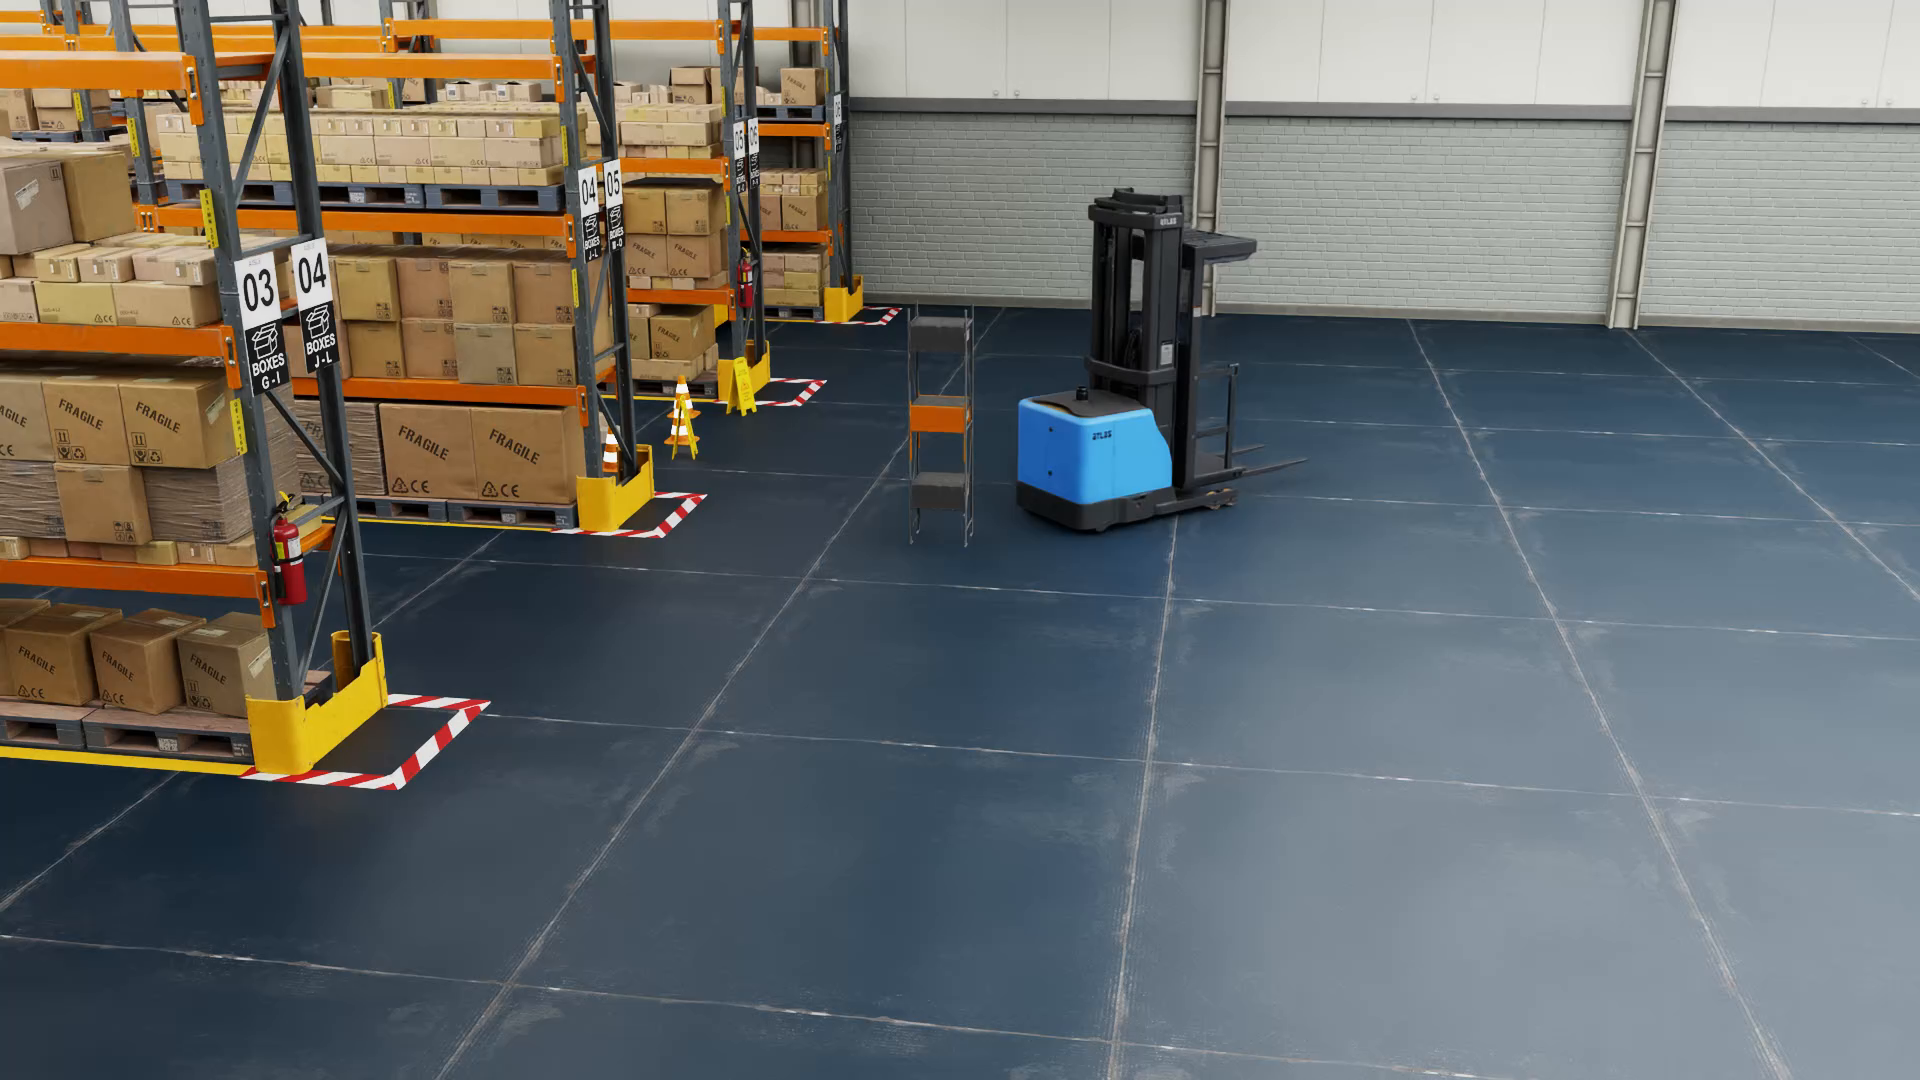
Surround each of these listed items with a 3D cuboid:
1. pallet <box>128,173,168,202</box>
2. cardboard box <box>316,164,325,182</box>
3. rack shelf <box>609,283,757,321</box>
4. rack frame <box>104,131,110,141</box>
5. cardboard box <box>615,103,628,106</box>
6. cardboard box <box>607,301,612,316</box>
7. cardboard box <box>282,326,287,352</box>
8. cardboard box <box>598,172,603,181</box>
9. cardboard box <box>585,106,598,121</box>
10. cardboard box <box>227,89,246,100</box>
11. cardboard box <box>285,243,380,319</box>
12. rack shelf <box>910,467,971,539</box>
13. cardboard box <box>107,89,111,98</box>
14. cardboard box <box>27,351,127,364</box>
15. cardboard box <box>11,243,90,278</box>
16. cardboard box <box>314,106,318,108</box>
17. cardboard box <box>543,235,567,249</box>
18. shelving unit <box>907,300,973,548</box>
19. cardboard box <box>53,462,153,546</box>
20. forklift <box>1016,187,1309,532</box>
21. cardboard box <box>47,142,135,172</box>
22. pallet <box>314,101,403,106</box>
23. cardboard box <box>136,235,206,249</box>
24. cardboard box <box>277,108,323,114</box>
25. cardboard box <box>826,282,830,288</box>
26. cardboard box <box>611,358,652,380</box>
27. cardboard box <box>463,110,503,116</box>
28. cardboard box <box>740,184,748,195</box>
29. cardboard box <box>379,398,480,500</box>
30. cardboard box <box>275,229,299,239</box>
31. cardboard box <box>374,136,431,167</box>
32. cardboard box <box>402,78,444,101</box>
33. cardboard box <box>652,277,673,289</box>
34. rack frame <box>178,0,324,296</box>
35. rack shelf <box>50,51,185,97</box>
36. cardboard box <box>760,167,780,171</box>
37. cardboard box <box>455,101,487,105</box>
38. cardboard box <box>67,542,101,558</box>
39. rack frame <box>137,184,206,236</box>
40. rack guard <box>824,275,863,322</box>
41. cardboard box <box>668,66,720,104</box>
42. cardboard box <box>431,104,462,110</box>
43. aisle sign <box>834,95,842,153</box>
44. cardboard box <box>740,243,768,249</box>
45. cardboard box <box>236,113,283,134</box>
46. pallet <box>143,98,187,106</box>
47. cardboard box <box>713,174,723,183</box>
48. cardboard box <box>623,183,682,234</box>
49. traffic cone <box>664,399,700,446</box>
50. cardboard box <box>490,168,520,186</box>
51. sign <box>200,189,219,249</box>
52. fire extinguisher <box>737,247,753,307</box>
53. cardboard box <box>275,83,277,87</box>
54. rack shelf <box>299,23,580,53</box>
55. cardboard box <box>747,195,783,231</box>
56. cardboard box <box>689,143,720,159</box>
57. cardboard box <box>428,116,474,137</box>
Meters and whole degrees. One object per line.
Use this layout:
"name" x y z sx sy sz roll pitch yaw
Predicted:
"pallet" -8.088 -3.247 15.356 1.217 0.209 0.805 2 19 6
"cardboard box" -5.612 -3.247 14.628 0.250 0.149 0.380 3 19 9
"rack shelf" -4.515 -2.999 20.173 4.000 0.370 1.077 3 19 9
"rack frame" -13.605 -5.399 26.211 0.127 3.000 1.000 3 19 9
"cardboard box" -4.088 -5.100 19.729 0.250 0.149 0.380 3 19 10
"cardboard box" -4.253 -2.782 19.856 0.250 0.149 0.380 4 19 11
"cardboard box" -6.262 -1.921 15.580 0.550 0.550 0.875 3 19 9
"cardboard box" -5.163 -5.404 24.578 0.250 0.149 0.380 3 19 9
"cardboard box" -4.161 -4.943 19.260 0.250 0.149 0.380 2 19 7
"cardboard box" -10.804 -6.720 25.039 0.250 0.149 0.380 3 19 9
"cardboard box" -5.743 -2.377 15.243 0.550 0.550 0.875 3 19 9
"rack shelf" -0.163 -0.327 14.721 0.480 0.518 0.431 3 19 9
"cardboard box" -12.857 -6.803 25.257 0.250 0.149 0.380 3 19 9
"cardboard box" -5.599 -0.963 10.751 0.500 0.500 0.500 3 19 9
"cardboard box" -5.438 -1.678 9.970 0.250 0.149 0.380 3 19 9
"cardboard box" -8.005 -5.190 20.434 0.500 0.250 0.500 3 19 8
"cardboard box" -4.605 -3.453 19.771 0.500 0.500 0.500 3 19 9
"shelving unit" -0.163 -1.004 14.495 0.503 2.100 0.431 3 19 9
"cardboard box" -5.164 -0.347 10.487 0.500 0.500 0.875 3 19 9
"forklift" 2.031 -1.804 15.576 3.031 2.935 1.130 -12 22 -32
"cardboard box" -7.898 -3.468 15.131 0.500 0.250 0.500 3 19 9
"pallet" -8.971 -6.524 25.145 1.003 0.211 1.213 4 19 11
"cardboard box" -4.857 -1.779 10.274 0.250 0.149 0.380 3 19 8
"cardboard box" -6.019 -3.856 15.194 0.250 0.149 0.380 3 19 10
"cardboard box" -2.211 -3.776 25.033 0.500 0.250 0.500 3 19 9
"cardboard box" -3.891 -2.120 20.083 0.500 0.250 0.500 3 19 9
"cardboard box" -4.254 -3.767 14.927 0.250 0.149 0.380 3 19 9
"cardboard box" -3.161 -5.130 24.228 0.250 0.149 0.380 2 19 7
"cardboard box" -4.775 -0.932 15.549 0.875 0.875 0.875 3 19 8
"cardboard box" -7.981 -3.832 20.241 0.500 0.500 0.500 4 19 11
"cardboard box" -4.743 -3.411 14.490 0.500 0.250 0.500 3 19 8
"cardboard box" -7.974 -6.750 24.545 0.500 0.500 0.500 3 19 10
"cardboard box" -3.461 -3.070 19.647 0.250 0.149 0.380 3 19 8
"rack frame" -4.112 -2.980 9.527 0.127 3.000 1.000 3 19 9
"rack shelf" -9.150 -4.300 15.236 4.000 0.370 1.077 3 19 9
"cardboard box" -2.812 -5.424 24.639 0.250 0.149 0.380 3 19 9
"cardboard box" -5.873 -5.186 19.986 0.250 0.149 0.380 2 19 7
"cardboard box" -5.413 -0.018 10.525 0.250 0.149 0.380 3 19 9
"rack frame" -7.175 -1.885 15.710 0.127 3.000 1.000 3 19 9
"rack guard" -1.733 -3.608 24.799 0.348 0.500 1.175 3 19 9
"cardboard box" -3.799 -6.583 24.041 0.637 0.503 0.797 4 19 10
"cardboard box" -5.969 -5.000 19.432 0.250 0.149 0.380 3 19 10
"aisle sign" -1.738 -5.932 23.709 0.004 0.787 0.394 3 19 9
"cardboard box" -3.187 -4.300 25.024 0.500 0.250 0.500 3 19 8
"cardboard box" -6.117 -3.650 14.578 0.250 0.149 0.380 3 19 8
"pallet" -11.948 -6.626 25.448 1.003 0.211 1.213 3 19 9
"cardboard box" -3.420 -5.276 24.195 0.250 0.149 0.380 3 19 10
"cardboard box" -3.578 -3.887 19.492 0.500 0.500 0.700 3 19 9
"traffic cone" -3.010 -1.289 17.927 0.334 0.463 0.336 3 19 9
"cardboard box" -3.856 -3.157 14.361 0.250 0.149 0.380 3 19 9
"sign" -4.220 -1.804 9.346 0.005 0.325 0.100 3 19 9
"fire extinguisher" -2.500 -3.053 19.322 0.183 0.674 0.296 3 19 9
"cardboard box" -10.042 -6.804 24.822 0.250 0.149 0.380 4 19 10
"rack shelf" -7.681 -7.411 24.534 4.000 0.370 1.077 3 19 9
"cardboard box" -2.795 -4.814 24.305 0.500 0.500 0.500 4 19 10
"cardboard box" -2.937 -4.473 19.114 0.250 0.149 0.380 3 19 9
"cardboard box" -4.367 -3.561 14.311 0.250 0.149 0.380 3 19 10
